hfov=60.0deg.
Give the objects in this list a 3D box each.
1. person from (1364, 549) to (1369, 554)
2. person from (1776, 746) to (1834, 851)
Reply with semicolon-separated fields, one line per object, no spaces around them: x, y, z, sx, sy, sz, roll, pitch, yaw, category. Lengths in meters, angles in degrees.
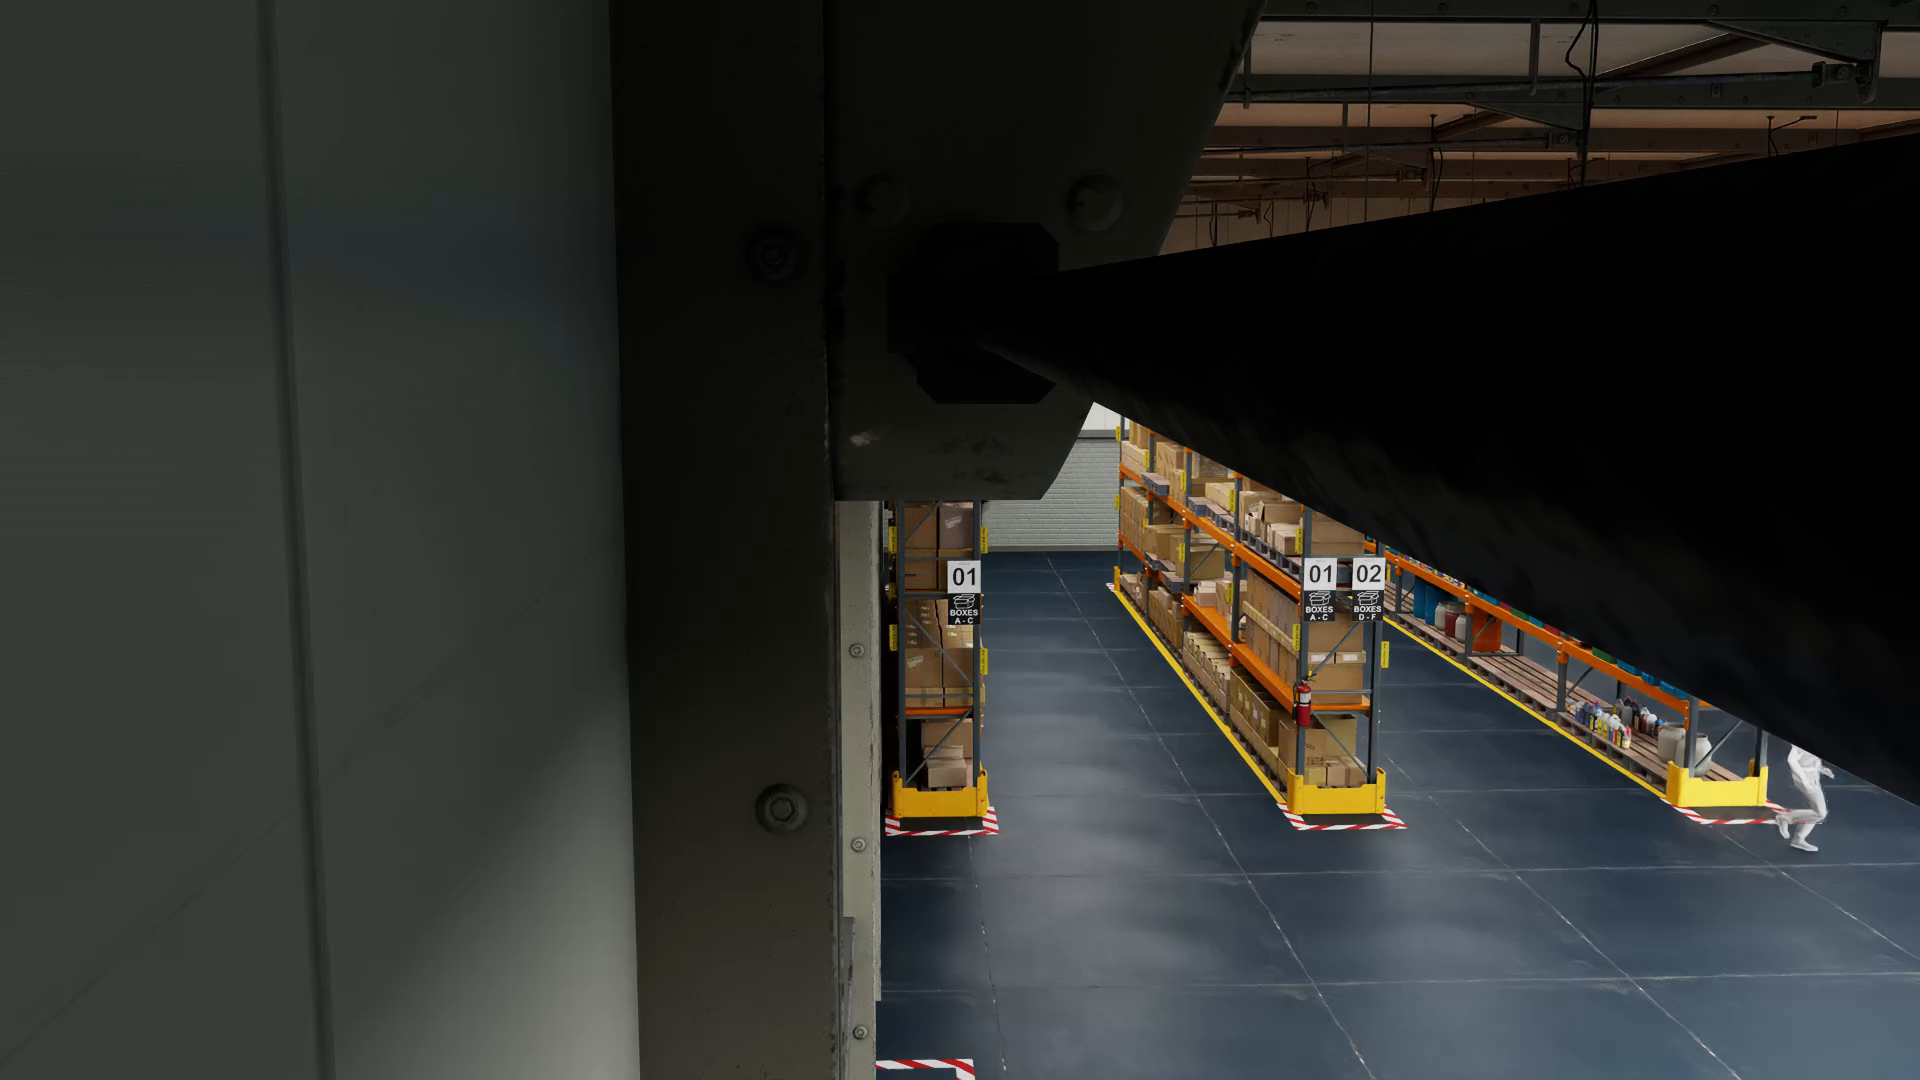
9.435;-0.235;39.690;1.019;1.777;0.694;1;8;10;person
9.806;2.773;19.218;0.506;1.652;0.629;5;10;32;person
